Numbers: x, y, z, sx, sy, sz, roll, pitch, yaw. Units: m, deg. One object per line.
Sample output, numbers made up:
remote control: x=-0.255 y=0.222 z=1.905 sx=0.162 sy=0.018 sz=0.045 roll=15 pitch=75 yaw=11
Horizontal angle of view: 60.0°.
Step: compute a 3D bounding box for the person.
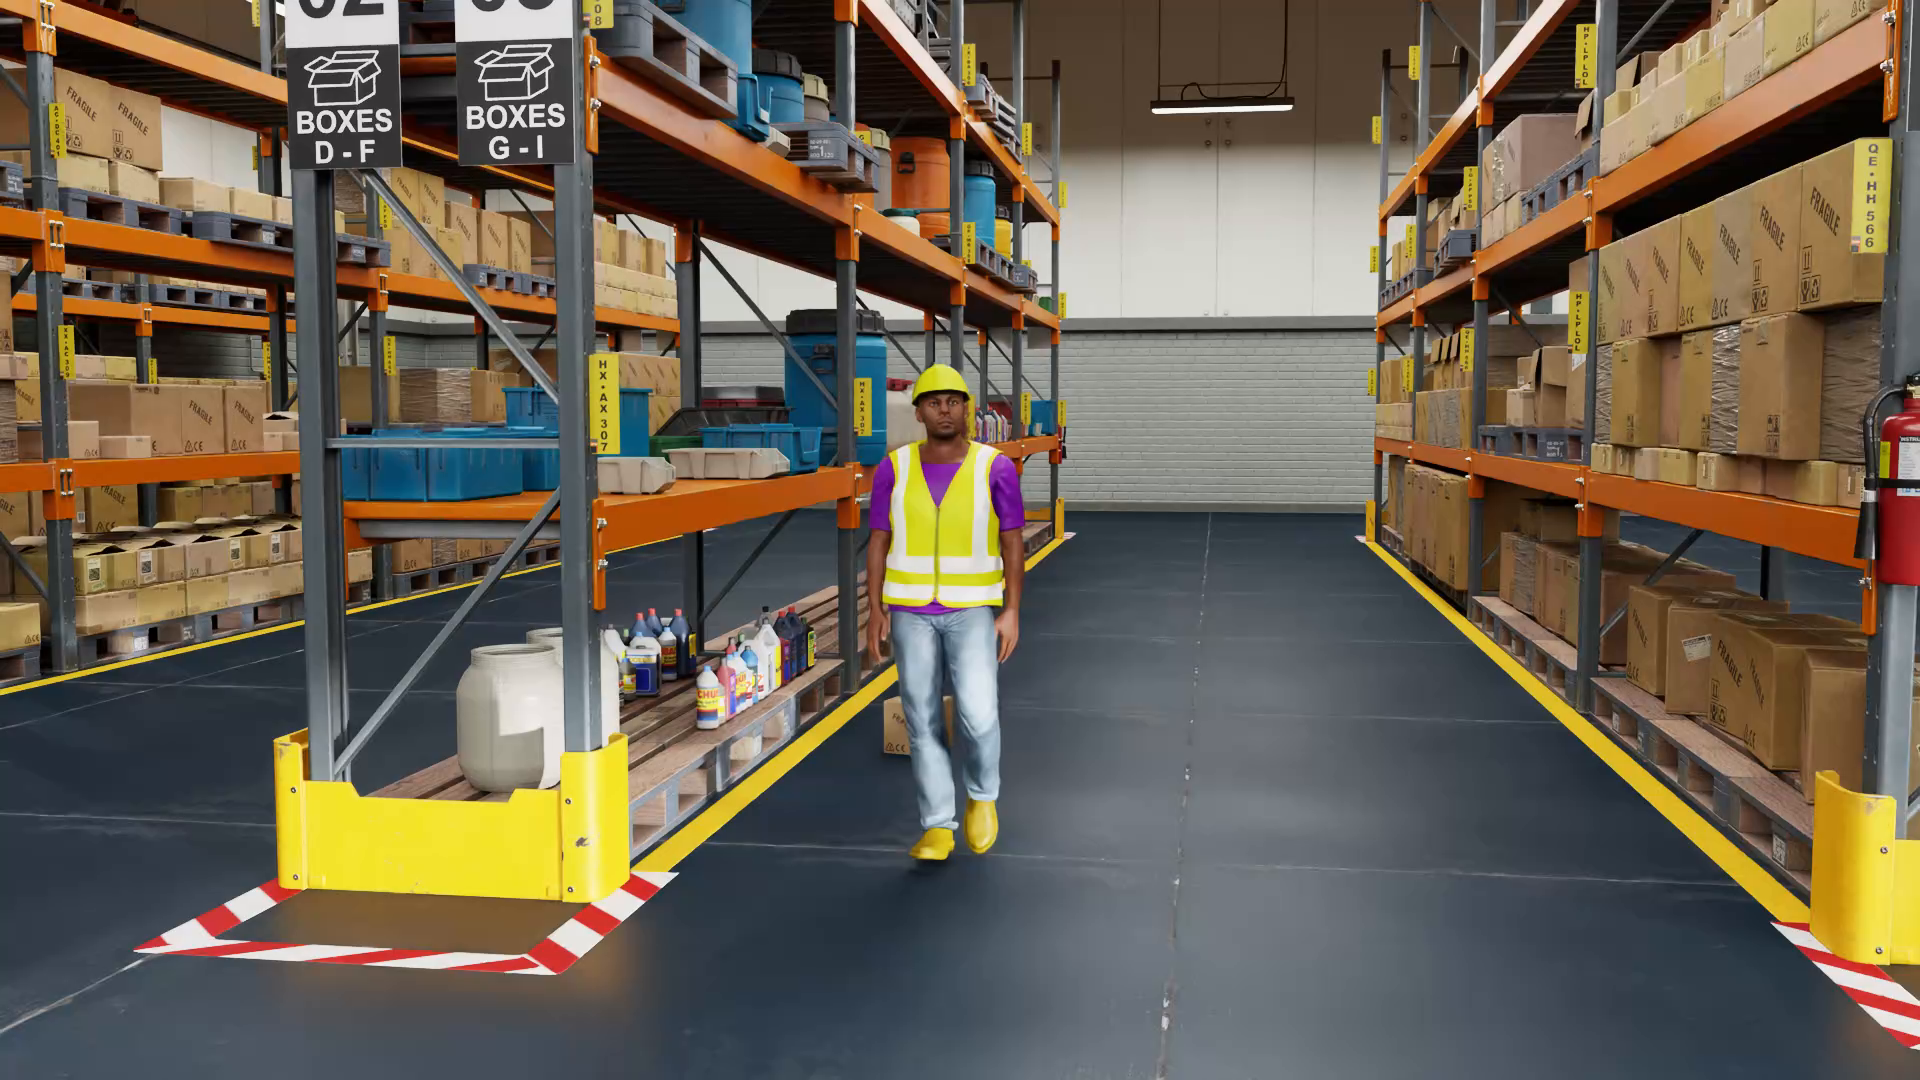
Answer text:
person: x=-0.059 y=0.257 z=5.925 sx=0.565 sy=1.765 sz=0.471 roll=1 pitch=4 yaw=8
